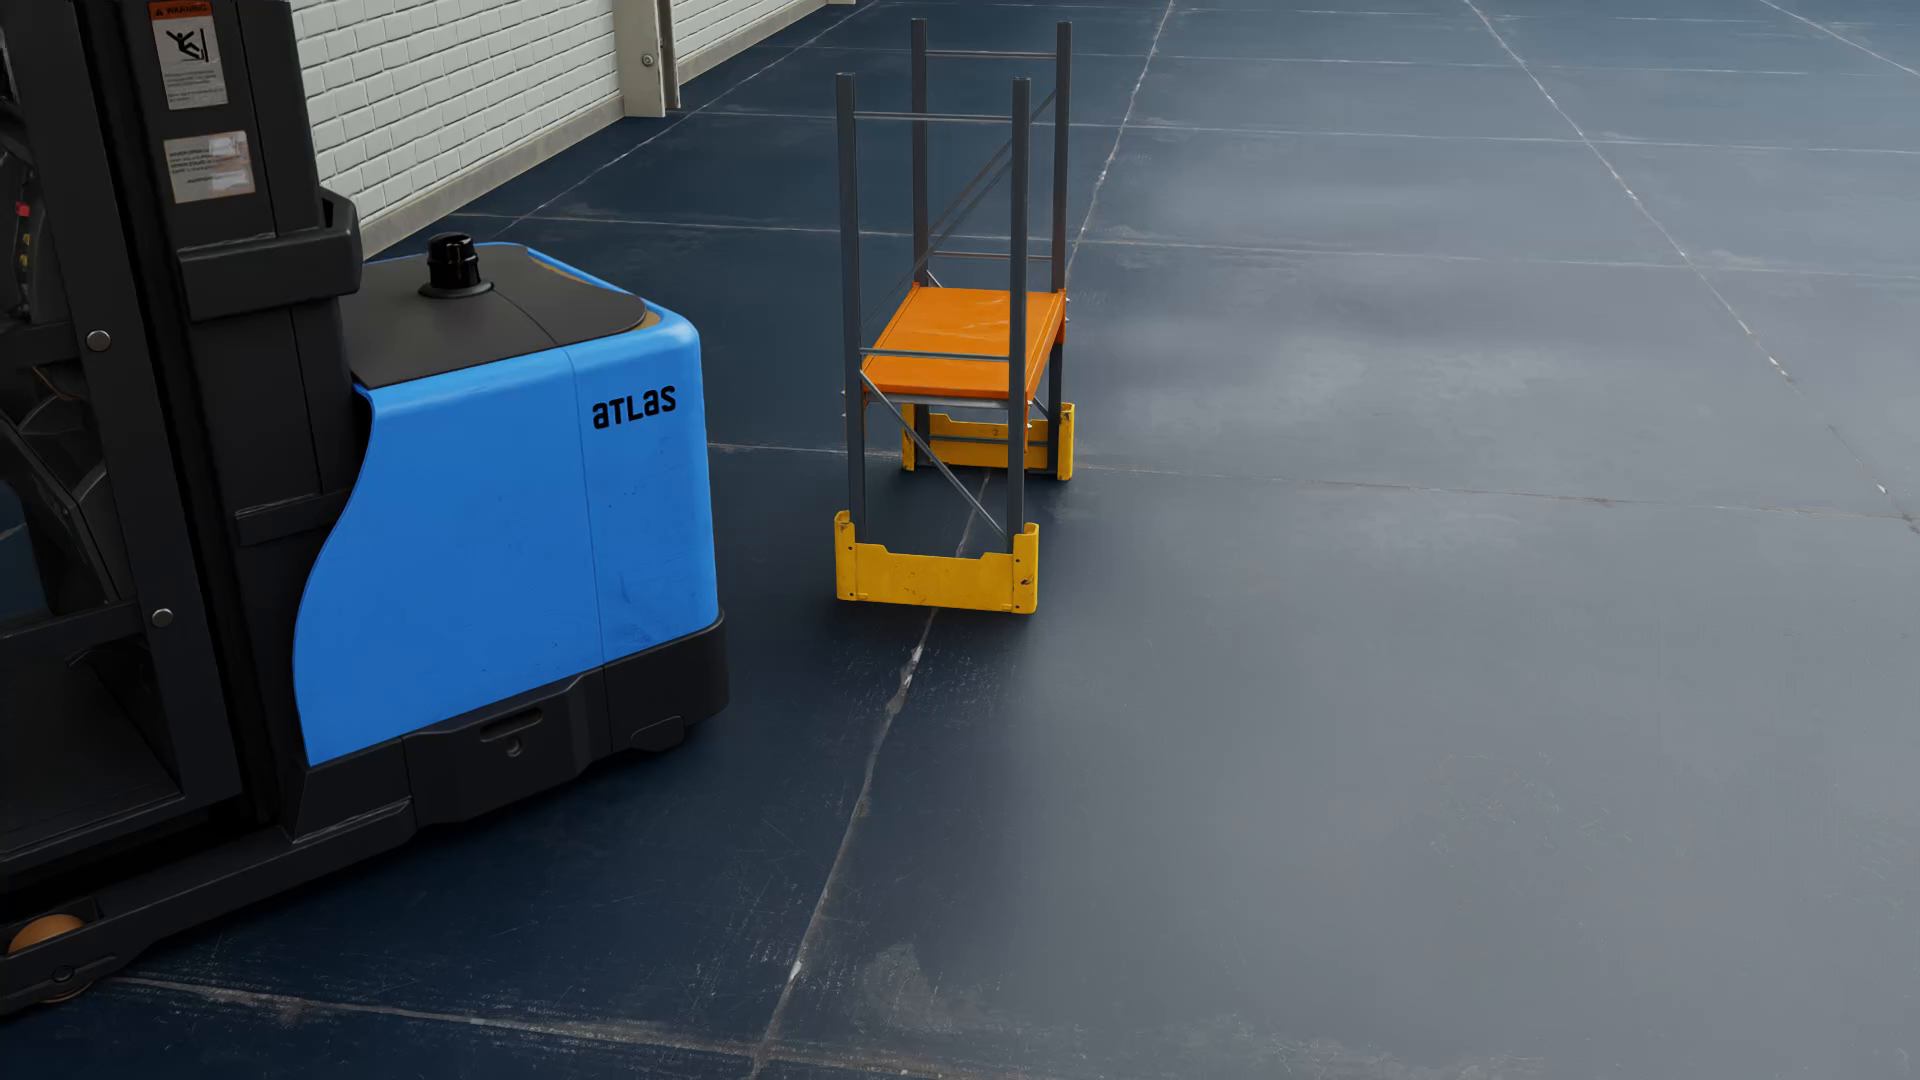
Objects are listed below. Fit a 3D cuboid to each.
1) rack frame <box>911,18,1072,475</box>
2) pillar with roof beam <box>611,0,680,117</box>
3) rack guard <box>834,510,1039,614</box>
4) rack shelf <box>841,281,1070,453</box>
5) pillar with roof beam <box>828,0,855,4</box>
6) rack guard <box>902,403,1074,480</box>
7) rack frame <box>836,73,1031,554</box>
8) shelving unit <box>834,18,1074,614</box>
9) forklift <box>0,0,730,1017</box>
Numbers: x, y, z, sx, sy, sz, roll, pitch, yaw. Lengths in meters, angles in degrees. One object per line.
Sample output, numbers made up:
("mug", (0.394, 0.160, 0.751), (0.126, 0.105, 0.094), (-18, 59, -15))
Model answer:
("rack frame", (0.097, -0.928, 5.462), (0.500, 1.500, 0.032), (4, 25, 9))
("pillar with roof beam", (2.074, -6.792, 9.146), (9.100, 9.000, 0.400), (4, 25, 9))
("rack guard", (-0.069, 0.063, 4.820), (0.587, 0.250, 0.087), (4, 25, 9))
("rack shelf", (0.014, -0.552, 5.085), (0.538, 0.185, 1.000), (4, 25, 9))
("pillar with roof beam", (3.054, -9.301, 14.507), (9.100, 9.000, 0.400), (4, 25, 9))
("rack guard", (0.094, -0.353, 5.710), (0.587, 0.250, 0.087), (4, 25, 9))
("rack frame", (-0.069, -0.502, 4.554), (0.500, 1.500, 0.032), (4, 25, 9))
("shelving unit", (0.012, -0.711, 5.000), (0.587, 1.500, 1.083), (4, 25, 9))
("forklift", (-2.041, -0.613, 3.102), (3.031, 2.935, 1.130), (-19, 31, -35))
